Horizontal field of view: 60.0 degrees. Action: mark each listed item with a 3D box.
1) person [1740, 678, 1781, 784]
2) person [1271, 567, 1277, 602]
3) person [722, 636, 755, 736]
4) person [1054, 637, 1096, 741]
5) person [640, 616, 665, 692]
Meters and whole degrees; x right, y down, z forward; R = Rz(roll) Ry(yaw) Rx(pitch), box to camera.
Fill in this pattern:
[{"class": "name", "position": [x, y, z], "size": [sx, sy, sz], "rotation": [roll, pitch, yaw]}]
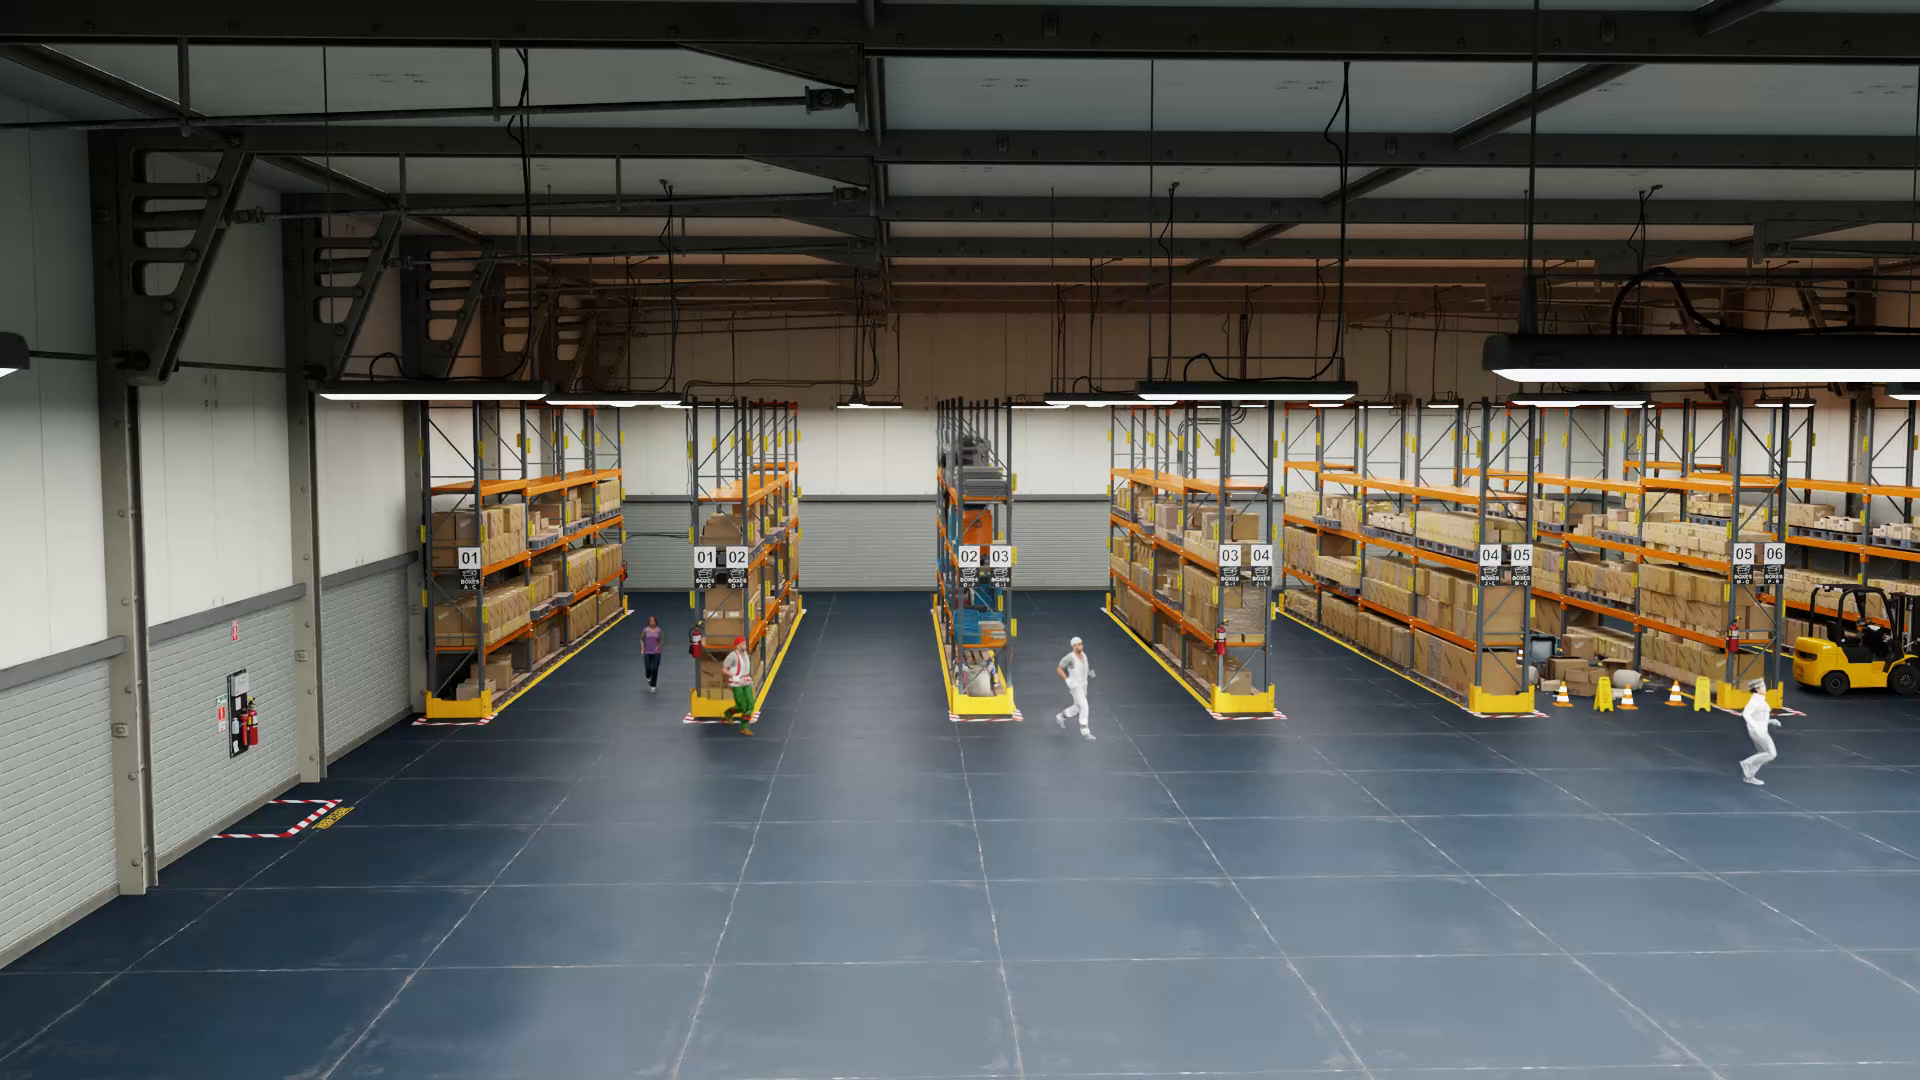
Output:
[{"class": "person", "position": [12.281, 2.928, 25.495], "size": [0.540, 1.656, 0.608], "rotation": [2, 5, 28]}, {"class": "person", "position": [8.232, 1.493, 44.907], "size": [0.655, 1.622, 0.951], "rotation": [-1, 4, -8]}, {"class": "person", "position": [-3.928, 2.578, 29.539], "size": [0.665, 1.760, 0.697], "rotation": [3, 6, 37]}, {"class": "person", "position": [2.035, 2.583, 29.175], "size": [0.885, 1.789, 0.642], "rotation": [3, 6, 38]}, {"class": "person", "position": [-6.290, 2.328, 33.979], "size": [0.507, 1.547, 0.512], "rotation": [-1, 4, -8]}]
